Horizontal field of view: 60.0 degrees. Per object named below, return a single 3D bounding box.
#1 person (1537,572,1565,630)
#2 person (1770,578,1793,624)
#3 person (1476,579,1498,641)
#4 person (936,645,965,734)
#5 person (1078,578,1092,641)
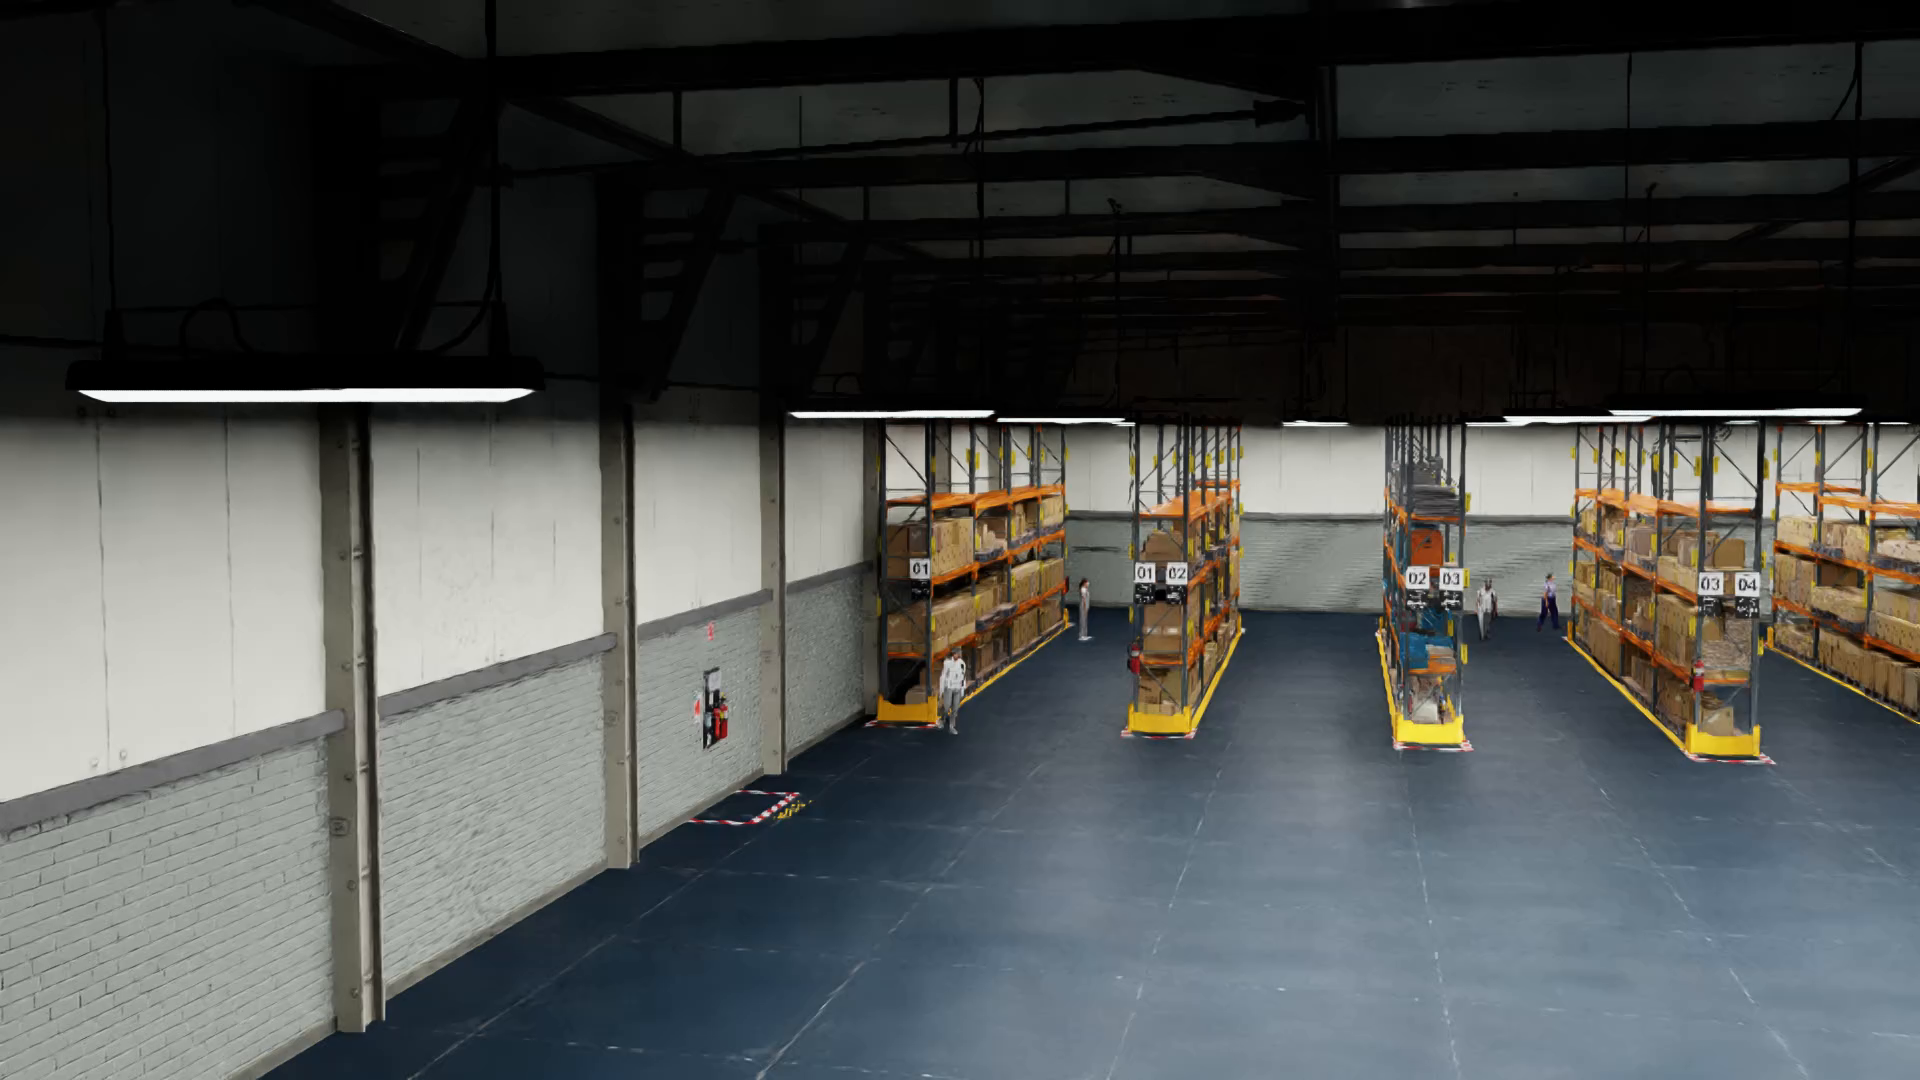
[{"bbox_3d":[16.663,1.721,46.955,0.734,1.640,0.563,-3,5,-39],"label":"person"},{"bbox_3d":[23.606,1.589,47.844,0.463,1.776,0.712,-1,4,-20],"label":"person"},{"bbox_3d":[14.103,1.856,44.469,0.541,1.672,1.115,1,4,11],"label":"person"},{"bbox_3d":[-0.160,2.783,31.179,0.530,1.671,0.519,-2,4,-24],"label":"person"},{"bbox_3d":[3.366,1.854,44.718,0.379,1.659,0.565,0,4,2],"label":"person"}]
